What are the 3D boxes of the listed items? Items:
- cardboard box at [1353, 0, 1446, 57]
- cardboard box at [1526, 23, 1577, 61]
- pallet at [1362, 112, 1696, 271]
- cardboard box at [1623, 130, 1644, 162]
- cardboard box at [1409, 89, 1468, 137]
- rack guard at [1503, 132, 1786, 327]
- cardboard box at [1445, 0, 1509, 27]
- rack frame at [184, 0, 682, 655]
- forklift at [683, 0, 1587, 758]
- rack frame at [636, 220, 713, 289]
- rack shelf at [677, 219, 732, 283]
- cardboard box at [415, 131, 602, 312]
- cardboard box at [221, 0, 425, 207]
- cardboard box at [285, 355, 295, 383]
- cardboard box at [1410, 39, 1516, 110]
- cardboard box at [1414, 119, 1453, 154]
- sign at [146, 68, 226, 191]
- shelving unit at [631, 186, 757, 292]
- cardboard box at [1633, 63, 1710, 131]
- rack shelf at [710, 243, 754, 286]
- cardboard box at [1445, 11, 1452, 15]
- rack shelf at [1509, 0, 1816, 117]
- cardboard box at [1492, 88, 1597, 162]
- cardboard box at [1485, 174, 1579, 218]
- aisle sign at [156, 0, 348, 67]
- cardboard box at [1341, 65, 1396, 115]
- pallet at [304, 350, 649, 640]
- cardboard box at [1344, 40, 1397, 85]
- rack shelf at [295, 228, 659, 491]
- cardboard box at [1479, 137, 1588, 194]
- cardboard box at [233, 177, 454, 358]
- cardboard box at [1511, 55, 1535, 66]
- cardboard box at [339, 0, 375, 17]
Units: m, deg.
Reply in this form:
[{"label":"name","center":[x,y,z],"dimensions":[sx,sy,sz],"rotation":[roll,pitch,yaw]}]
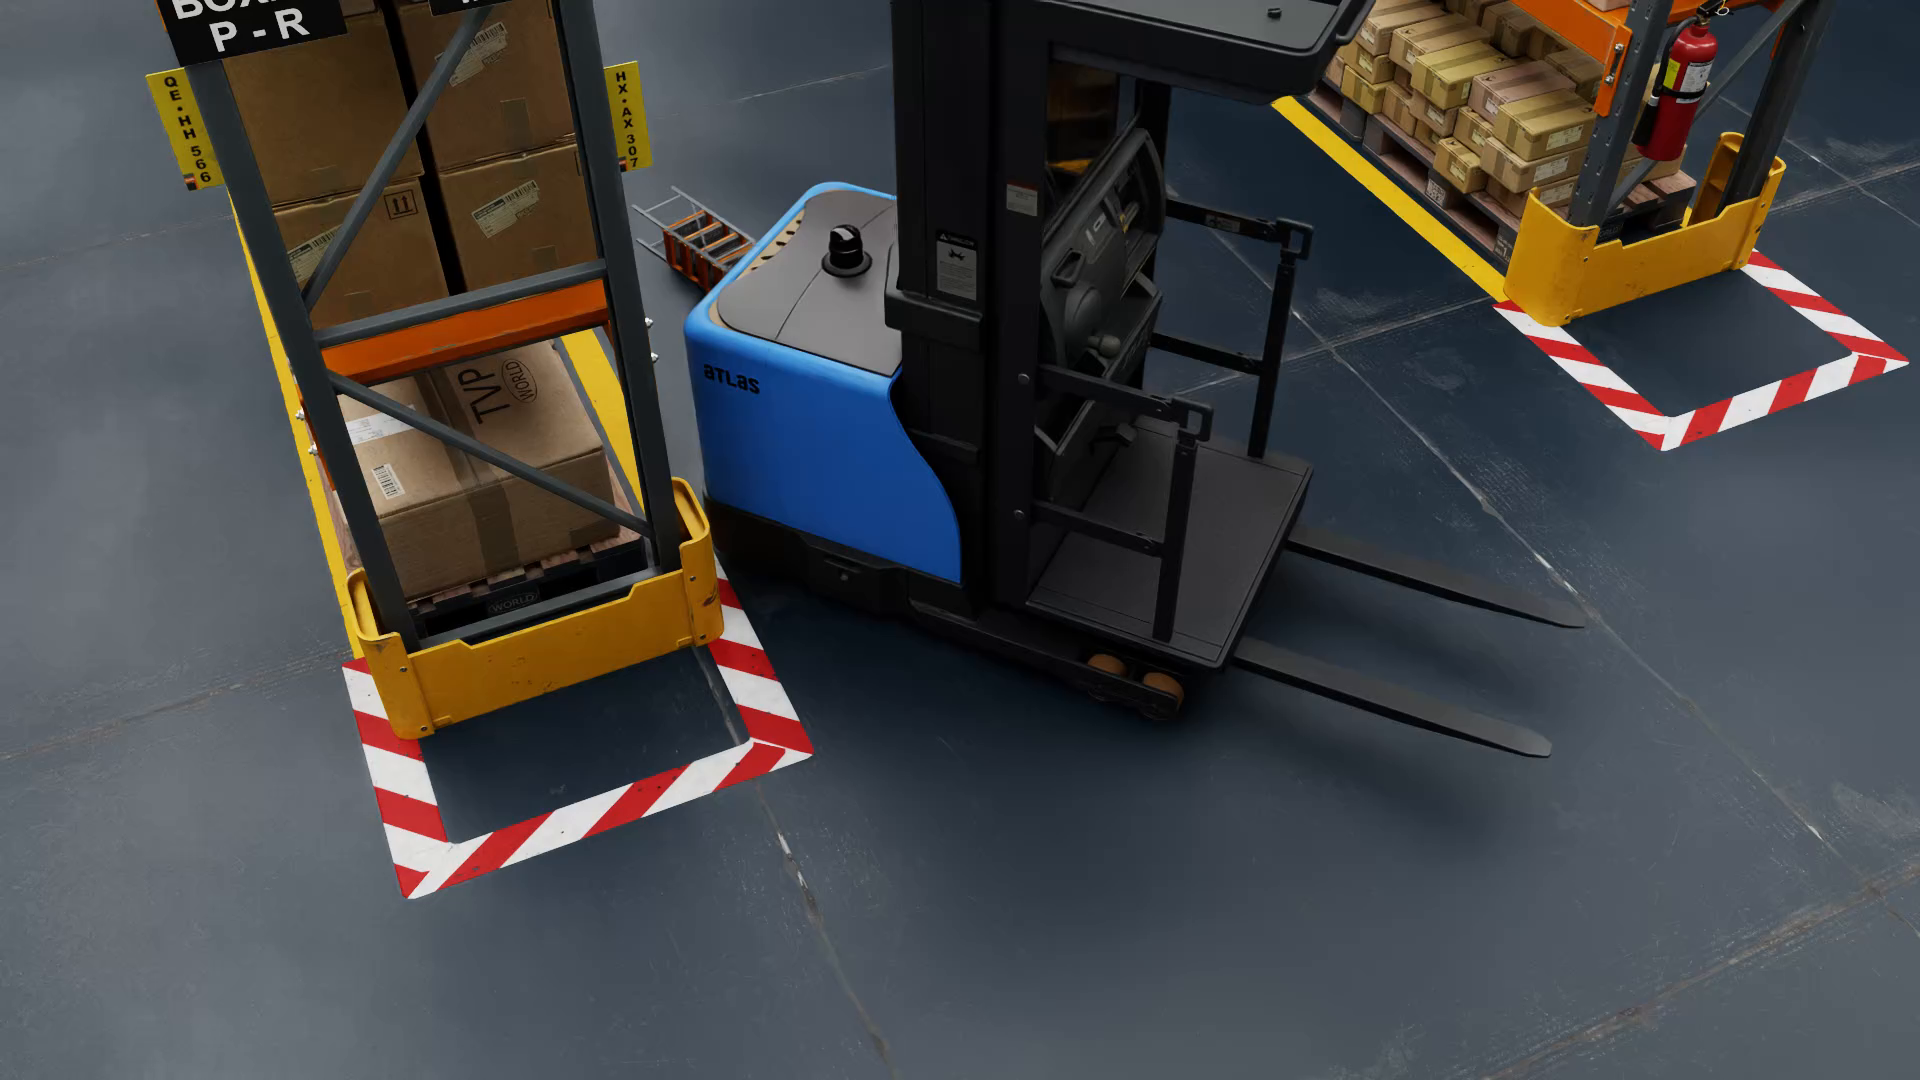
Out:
[{"label":"cardboard box","center":[2.073,-2.457,7.912],"dimensions":[0.380,0.149,0.250],"rotation":[-16,47,-16]},{"label":"cardboard box","center":[2.891,-2.324,7.777],"dimensions":[0.380,0.149,0.250],"rotation":[-18,47,-18]},{"label":"pallet","center":[2.676,-1.789,7.913],"dimensions":[1.003,0.211,1.213],"rotation":[-18,47,-17]},{"label":"cardboard box","center":[3.030,-1.855,7.514],"dimensions":[0.380,0.149,0.250],"rotation":[-16,47,-16]},{"label":"cardboard box","center":[2.317,-2.028,7.689],"dimensions":[0.380,0.149,0.250],"rotation":[-20,48,-19]},{"label":"rack guard","center":[2.986,-1.364,7.276],"dimensions":[1.175,0.500,0.348],"rotation":[-18,47,-17]},{"label":"cardboard box","center":[2.603,-2.637,8.095],"dimensions":[0.380,0.149,0.250],"rotation":[-16,47,-16]},{"label":"rack frame","center":[-1.431,-0.679,4.802],"dimensions":[1.000,3.000,0.127],"rotation":[-18,47,-17]},{"label":"forklift","center":[0.627,-0.862,5.037],"dimensions":[3.031,2.935,1.130],"rotation":[18,47,18]},{"label":"rack frame","center":[-0.987,-1.129,7.387],"dimensions":[0.240,0.006,1.200],"rotation":[-34,54,-29]},{"label":"rack shelf","center":[-1.122,-1.294,7.423],"dimensions":[0.258,0.180,0.103],"rotation":[-34,54,-29]},{"label":"cardboard box","center":[-1.372,-1.105,5.163],"dimensions":[0.500,0.500,0.500],"rotation":[-18,48,-18]},{"label":"cardboard box","center":[-1.850,-1.307,4.656],"dimensions":[0.500,0.500,0.500],"rotation":[-17,47,-16]},{"label":"cardboard box","center":[-2.192,-0.888,6.540],"dimensions":[0.875,0.438,0.875],"rotation":[-17,47,-16]},{"label":"cardboard box","center":[2.287,-2.119,7.569],"dimensions":[0.380,0.149,0.250],"rotation":[-19,48,-18]},{"label":"cardboard box","center":[2.374,-1.941,7.813],"dimensions":[0.380,0.149,0.250],"rotation":[-18,47,-18]},{"label":"sign","center":[-1.929,-1.024,4.159],"dimensions":[0.100,0.325,0.005],"rotation":[-18,47,-17]},{"label":"shelving unit","center":[-0.987,-1.194,7.322],"dimensions":[0.258,0.189,1.200],"rotation":[-34,54,-29]},{"label":"cardboard box","center":[3.106,-1.986,7.434],"dimensions":[0.380,0.149,0.250],"rotation":[-20,48,-19]},{"label":"rack shelf","center":[-0.957,-1.172,7.300],"dimensions":[0.258,0.180,0.103],"rotation":[-34,54,-29]},{"label":"cardboard box","center":[2.576,-2.513,8.180],"dimensions":[0.380,0.149,0.250],"rotation":[-20,48,-19]},{"label":"rack shelf","center":[2.177,-3.224,7.894],"dimensions":[1.077,0.370,4.000],"rotation":[-18,47,-17]},{"label":"cardboard box","center":[2.565,-1.814,7.260],"dimensions":[0.380,0.149,0.250],"rotation":[-18,47,-17]},{"label":"cardboard box","center":[2.607,-1.614,7.481],"dimensions":[0.380,0.149,0.250],"rotation":[-17,47,-17]},{"label":"aisle sign","center":[-1.682,-1.467,3.750],"dimensions":[0.394,0.787,0.004],"rotation":[-18,47,-17]},{"label":"cardboard box","center":[2.094,-2.239,8.114],"dimensions":[0.380,0.149,0.250],"rotation":[-20,48,-19]},{"label":"pallet","center":[-1.838,-0.173,6.275],"dimensions":[1.003,0.211,1.213],"rotation":[-18,47,-17]},{"label":"cardboard box","center":[2.087,-2.355,8.020],"dimensions":[0.380,0.149,0.250],"rotation":[-17,47,-17]},{"label":"rack shelf","center":[-2.272,-1.697,6.347],"dimensions":[1.077,0.370,4.000],"rotation":[-18,47,-17]},{"label":"cardboard box","center":[2.537,-1.698,7.354],"dimensions":[0.380,0.149,0.250],"rotation":[-19,48,-18]},{"label":"cardboard box","center":[-1.874,-0.944,5.000],"dimensions":[0.500,0.500,0.500],"rotation":[-18,47,-17]},{"label":"cardboard box","center":[2.783,-2.176,7.839],"dimensions":[0.380,0.149,0.250],"rotation":[-17,47,-17]},{"label":"cardboard box","center":[-1.764,-1.471,4.360],"dimensions":[0.380,0.149,0.250],"rotation":[-17,47,-17]}]
